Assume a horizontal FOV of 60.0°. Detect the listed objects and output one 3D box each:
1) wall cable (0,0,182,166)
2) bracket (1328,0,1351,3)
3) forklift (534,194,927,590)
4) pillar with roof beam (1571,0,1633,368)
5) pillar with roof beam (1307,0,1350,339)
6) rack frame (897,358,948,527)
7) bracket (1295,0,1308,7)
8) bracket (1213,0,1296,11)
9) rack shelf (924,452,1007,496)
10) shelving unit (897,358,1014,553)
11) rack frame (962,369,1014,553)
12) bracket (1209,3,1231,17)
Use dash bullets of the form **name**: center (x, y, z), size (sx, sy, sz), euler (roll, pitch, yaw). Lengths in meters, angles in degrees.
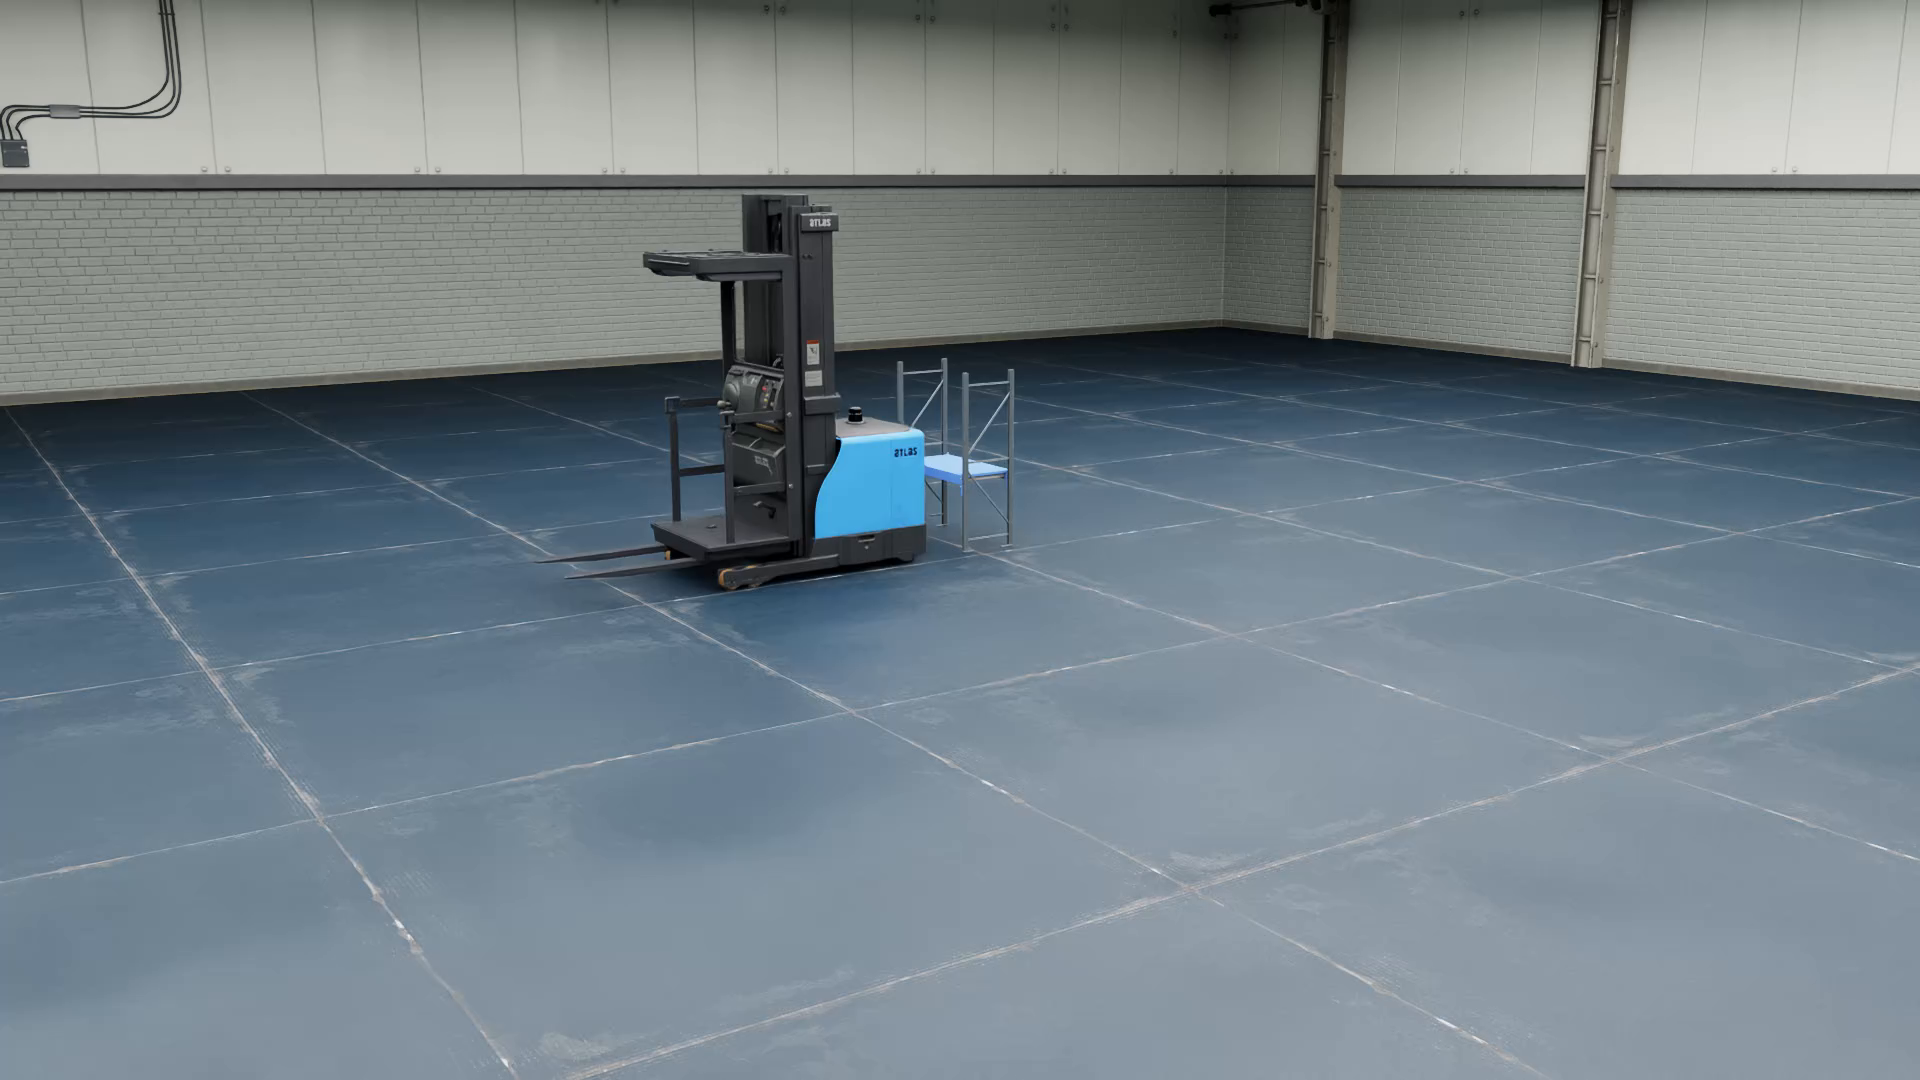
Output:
- **wall cable**: center (-11.820, -8.062, 22.201), size (2.305, 6.003, 0.169), euler (-8, 15, -33)
- **bracket**: center (6.957, -9.970, 30.463), size (0.235, 0.232, 0.430), euler (-8, 15, -33)
- **forklift**: center (-1.785, -1.177, 12.882), size (3.031, 2.935, 1.130), euler (-8, 15, -33)
- **pillar with roof beam**: center (6.763, -6.751, 24.167), size (9.100, 9.000, 0.400), euler (-8, 15, -33)
- **pillar with roof beam**: center (3.439, -7.818, 29.047), size (9.100, 9.000, 0.548), euler (-8, 15, -33)
- **rack frame**: center (-0.329, -0.838, 14.684), size (0.500, 1.500, 0.032), euler (-8, 15, -33)
- **bracket**: center (6.497, -10.118, 31.138), size (0.235, 0.232, 0.430), euler (-8, 15, -33)
- **bracket**: center (5.512, -10.434, 32.585), size (0.076, 0.066, 3.189), euler (-8, 15, -33)
- **rack shelf**: center (-0.047, -0.572, 14.309), size (0.538, 0.185, 1.000), euler (-8, 15, -33)
- **shelving unit**: center (-0.047, -0.748, 14.271), size (0.538, 1.500, 1.048), euler (-8, 15, -33)
- **rack frame**: center (0.234, -0.657, 13.857), size (0.500, 1.500, 0.032), euler (-8, 15, -33)
- **bracket**: center (5.184, -10.539, 33.065), size (0.235, 0.232, 0.430), euler (-8, 15, -33)
